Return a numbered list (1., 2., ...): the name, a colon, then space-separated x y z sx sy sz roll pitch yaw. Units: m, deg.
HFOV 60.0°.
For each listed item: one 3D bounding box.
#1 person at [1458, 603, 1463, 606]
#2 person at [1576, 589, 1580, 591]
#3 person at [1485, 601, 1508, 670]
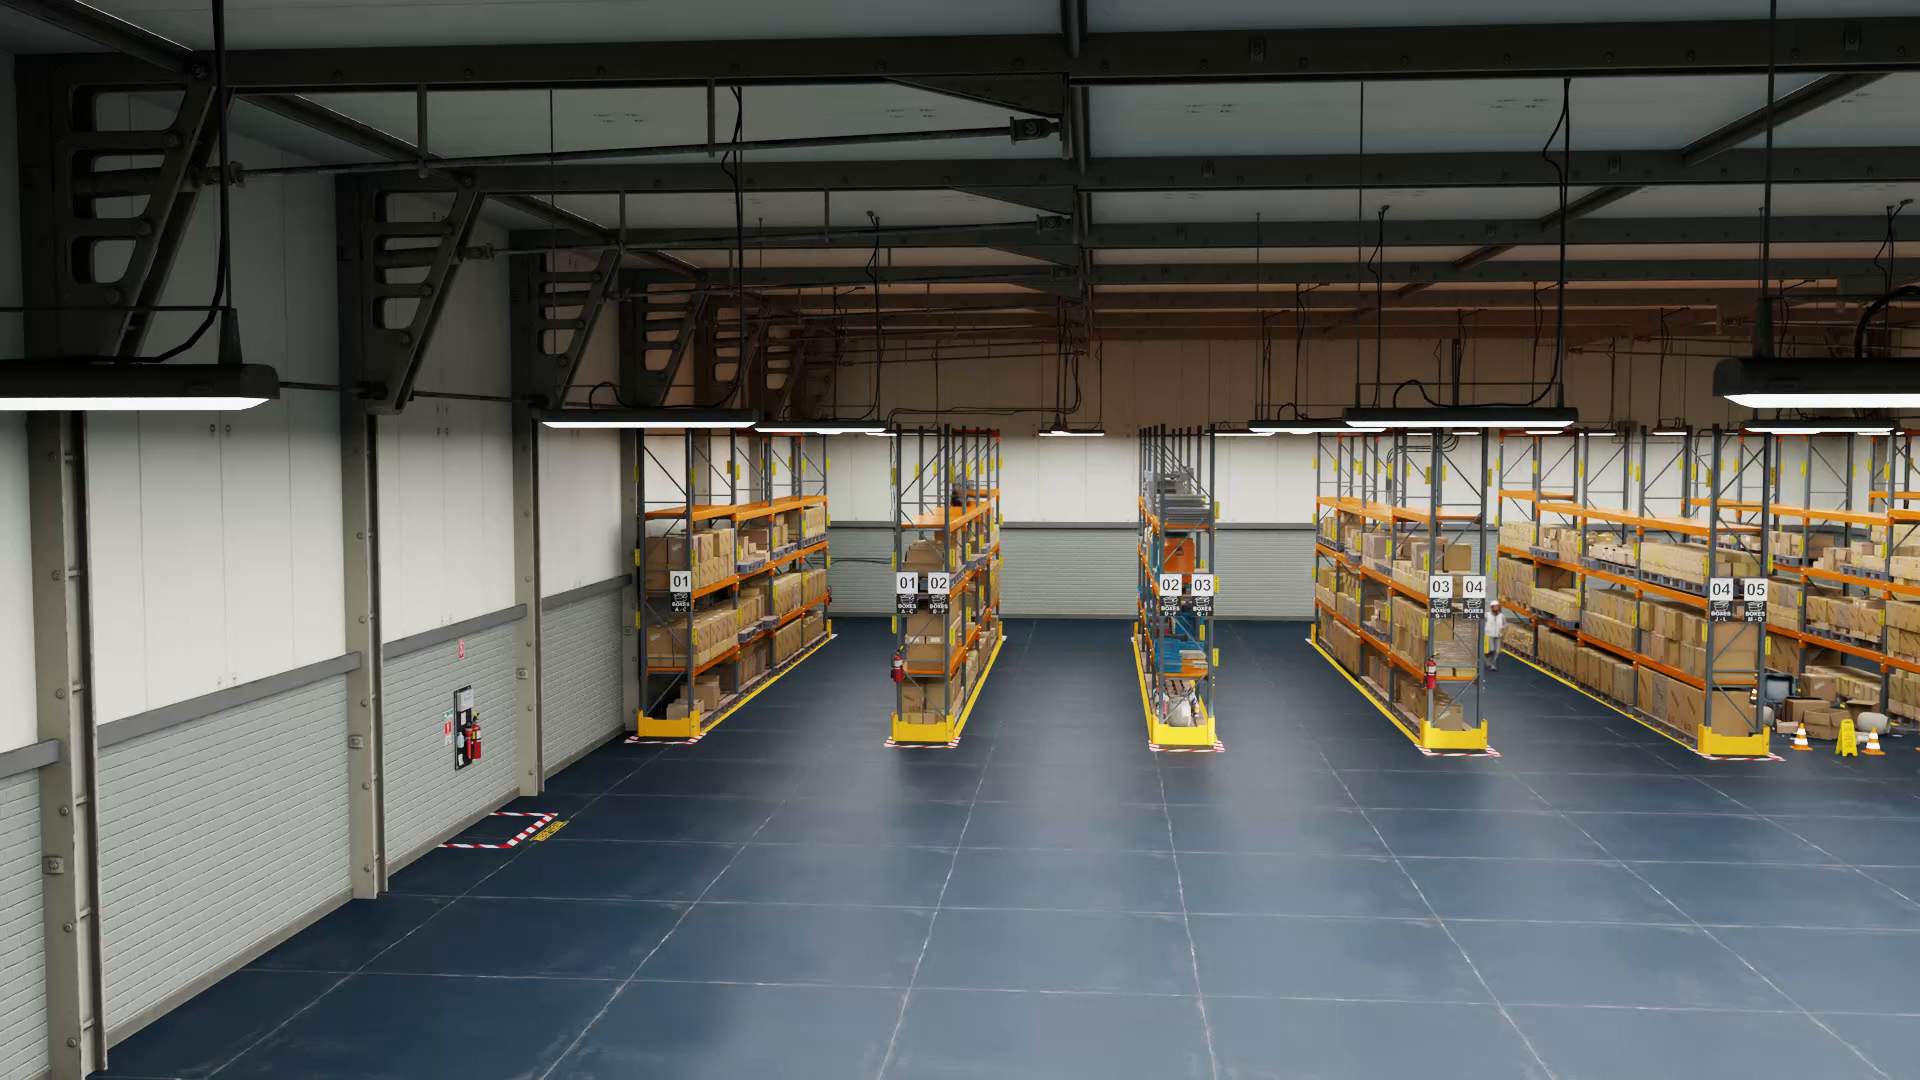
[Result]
1. person: 14.292 2.061 47.016 0.744 1.653 0.648 -1 4 -19
2. person: 16.913 2.092 45.565 0.706 1.719 0.587 0 3 1
3. person: 13.177 2.367 40.998 0.656 1.734 0.578 0 3 5
